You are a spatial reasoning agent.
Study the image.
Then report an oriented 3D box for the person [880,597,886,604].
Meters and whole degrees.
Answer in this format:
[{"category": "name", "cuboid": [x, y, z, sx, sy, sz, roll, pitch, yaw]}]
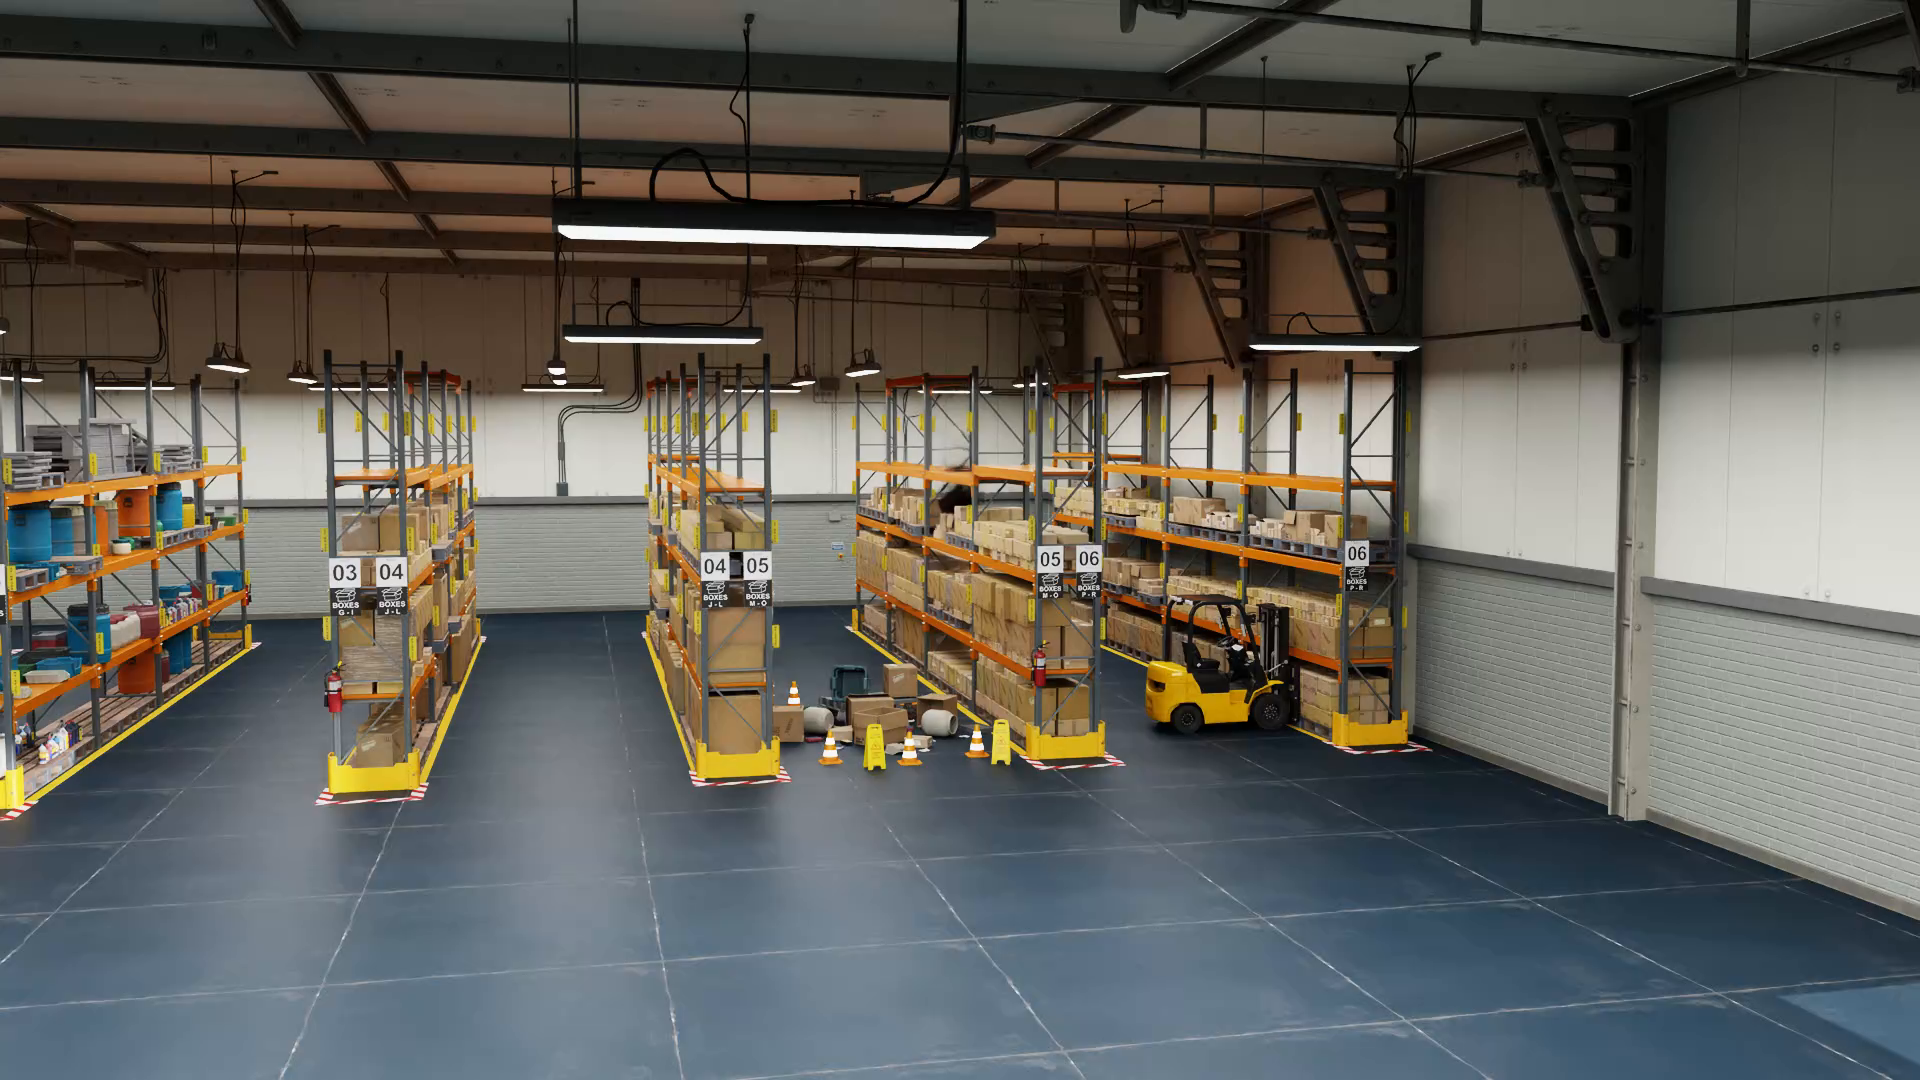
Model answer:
[{"category": "person", "cuboid": [-1.857, 1.225, 41.780, 0.849, 1.749, 0.685, 2, 5, 29]}]
